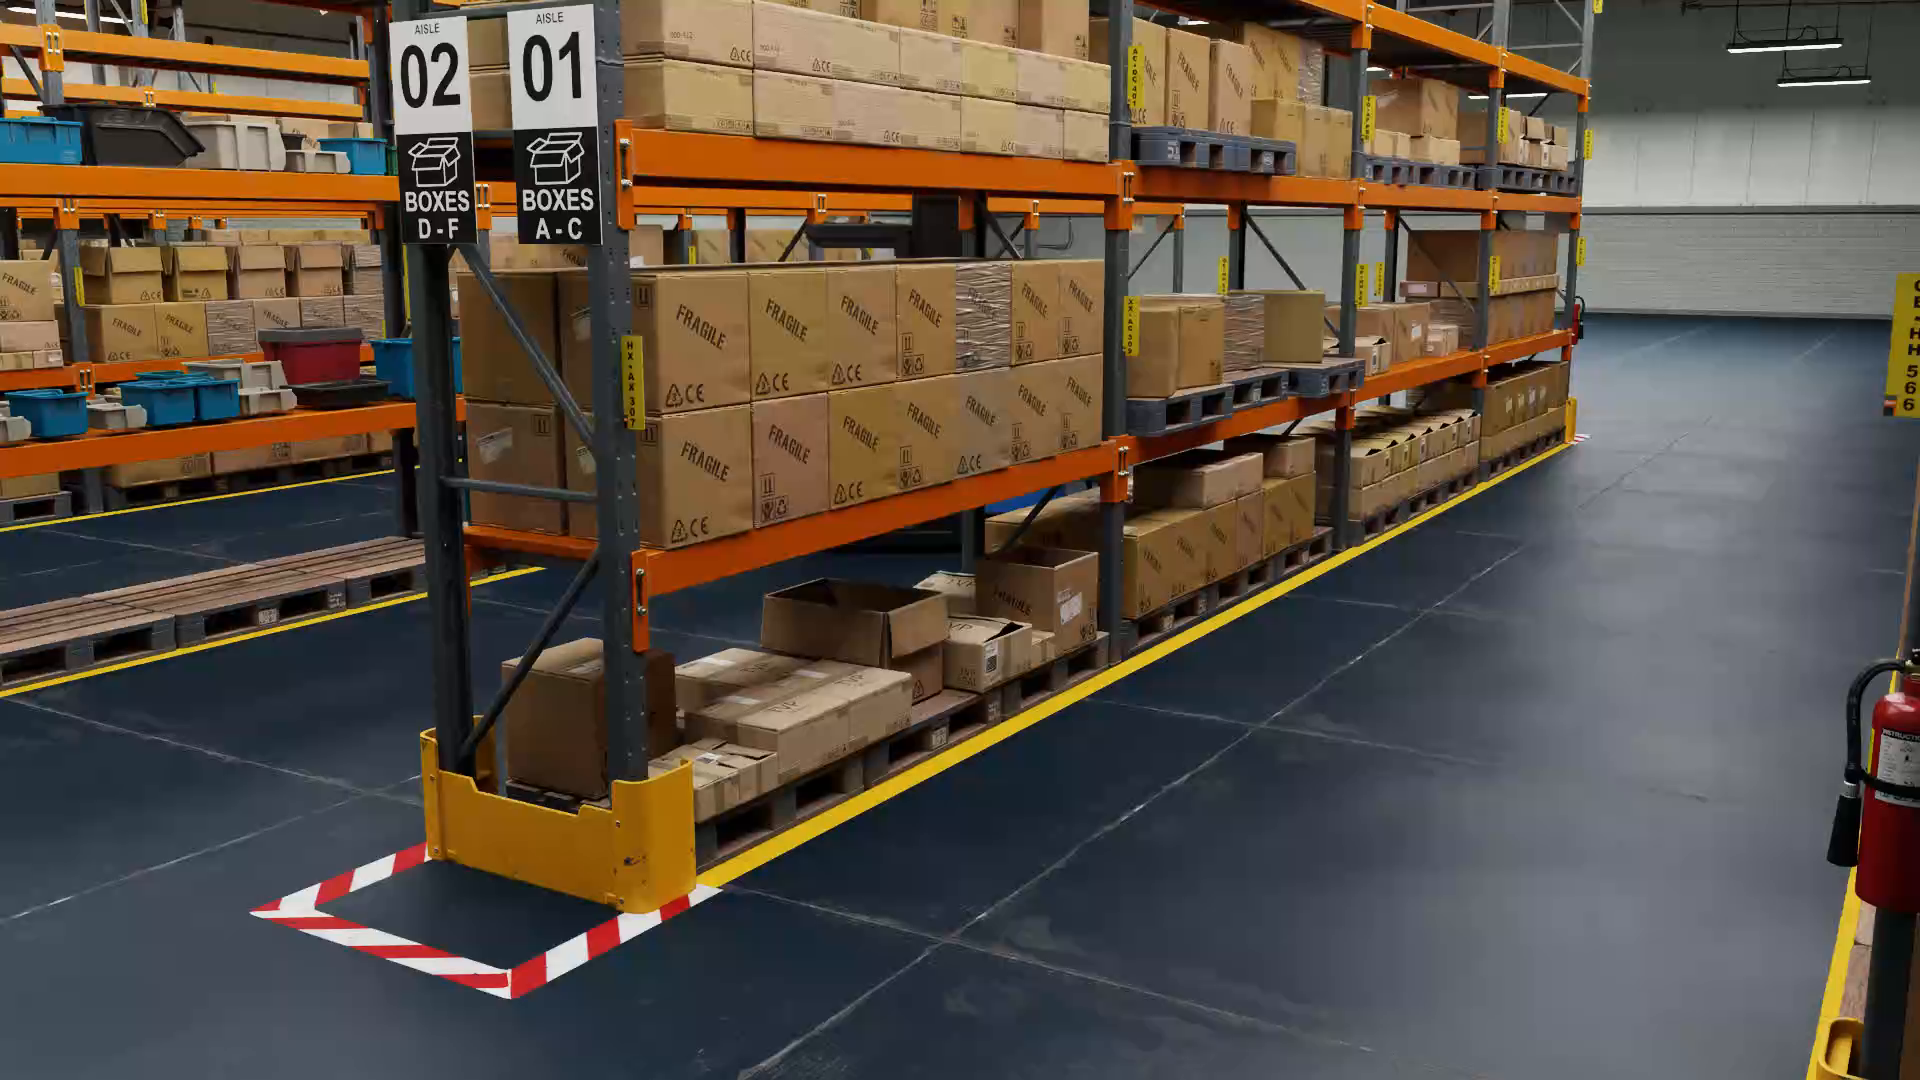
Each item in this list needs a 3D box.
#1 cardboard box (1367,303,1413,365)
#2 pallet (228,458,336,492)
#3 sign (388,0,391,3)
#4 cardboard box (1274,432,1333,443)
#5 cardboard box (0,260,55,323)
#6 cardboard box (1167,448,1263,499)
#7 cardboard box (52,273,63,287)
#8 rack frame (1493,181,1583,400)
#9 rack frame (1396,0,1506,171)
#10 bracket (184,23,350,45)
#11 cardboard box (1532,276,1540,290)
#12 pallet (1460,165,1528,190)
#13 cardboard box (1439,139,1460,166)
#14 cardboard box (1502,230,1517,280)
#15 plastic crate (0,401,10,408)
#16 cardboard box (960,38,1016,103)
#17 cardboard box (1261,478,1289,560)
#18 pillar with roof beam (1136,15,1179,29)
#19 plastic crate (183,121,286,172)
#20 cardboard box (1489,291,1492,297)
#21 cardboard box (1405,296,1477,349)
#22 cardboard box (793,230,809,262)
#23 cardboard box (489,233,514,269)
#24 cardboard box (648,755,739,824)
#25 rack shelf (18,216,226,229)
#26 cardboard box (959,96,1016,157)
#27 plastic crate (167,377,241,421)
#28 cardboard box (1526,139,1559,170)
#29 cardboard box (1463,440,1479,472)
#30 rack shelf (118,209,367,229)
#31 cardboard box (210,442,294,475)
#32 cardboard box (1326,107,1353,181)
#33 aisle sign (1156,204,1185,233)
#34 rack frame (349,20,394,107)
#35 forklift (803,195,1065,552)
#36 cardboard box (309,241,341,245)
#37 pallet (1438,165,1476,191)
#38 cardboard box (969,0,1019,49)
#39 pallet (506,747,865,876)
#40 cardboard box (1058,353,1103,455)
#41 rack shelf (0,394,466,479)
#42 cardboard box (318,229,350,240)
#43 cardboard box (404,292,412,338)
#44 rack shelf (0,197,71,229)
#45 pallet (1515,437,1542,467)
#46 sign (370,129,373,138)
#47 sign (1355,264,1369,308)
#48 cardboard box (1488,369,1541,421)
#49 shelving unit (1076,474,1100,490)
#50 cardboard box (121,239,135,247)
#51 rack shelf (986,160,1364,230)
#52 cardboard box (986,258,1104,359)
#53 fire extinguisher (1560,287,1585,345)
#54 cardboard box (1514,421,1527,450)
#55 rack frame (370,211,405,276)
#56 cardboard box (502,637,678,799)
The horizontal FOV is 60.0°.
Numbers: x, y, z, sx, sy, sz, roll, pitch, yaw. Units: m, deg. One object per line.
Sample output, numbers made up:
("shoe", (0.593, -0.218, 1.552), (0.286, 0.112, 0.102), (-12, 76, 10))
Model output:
("cardboard box", (3.679, -1.830, 14.720), (0.500, 0.500, 0.500), (6, 12, 31))
("pallet", (-7.025, -0.701, 16.539), (1.003, 0.211, 1.213), (6, 12, 31))
("sign", (-2.069, -2.140, 6.091), (0.100, 0.325, 0.005), (6, 12, 31))
("cardboard box", (2.874, -0.751, 14.037), (0.500, 0.311, 0.500), (6, 12, 30))
("cardboard box", (-8.003, -2.094, 13.962), (0.500, 0.500, 0.500), (7, 13, 32))
("cardboard box", (1.710, -0.449, 11.173), (0.500, 0.250, 0.500), (6, 12, 30))
("cardboard box", (-10.370, -3.001, 19.171), (0.380, 0.149, 0.250), (7, 13, 32))
("rack frame", (6.701, -2.691, 19.589), (1.000, 3.000, 0.127), (6, 12, 31))
("rack frame", (4.625, -5.010, 15.677), (1.000, 3.000, 0.127), (6, 12, 31))
("bracket", (-13.744, -10.192, 33.573), (0.076, 0.066, 4.783), (6, 12, 31))
("cardboard box", (6.130, -2.818, 18.236), (0.380, 0.149, 0.250), (7, 13, 32))
("pallet", (5.045, -3.629, 16.691), (1.003, 0.211, 1.213), (6, 12, 31))
("cardboard box", (4.297, -3.573, 15.415), (0.500, 0.250, 0.500), (8, 13, 37))
("cardboard box", (5.372, -2.977, 17.322), (0.700, 0.500, 0.500), (6, 12, 31))
("plastic crate", (-5.405, -0.738, 9.711), (0.396, 0.136, 0.243), (6, 12, 31))
("cardboard box", (-0.073, -2.191, 7.816), (0.500, 0.250, 0.500), (6, 12, 31))
("cardboard box", (1.994, -0.169, 11.718), (0.500, 0.500, 0.500), (6, 12, 29))
("pillar with roof beam", (3.646, -12.290, 54.563), (9.100, 9.000, 0.548), (6, 12, 31))
("plastic crate", (-4.422, -2.383, 10.118), (0.437, 0.282, 0.530), (6, 12, 31))
("cardboard box", (5.060, -2.493, 16.498), (0.380, 0.149, 0.250), (7, 12, 32))
("cardboard box", (4.850, -2.181, 16.596), (0.700, 0.500, 0.500), (6, 12, 29))
("cardboard box", (-2.354, -4.057, 23.089), (0.500, 0.500, 0.500), (6, 12, 31))
("cardboard box", (-7.222, -4.327, 24.988), (0.875, 0.550, 0.550), (6, 12, 31))
("cardboard box", (-1.094, 0.978, 6.546), (0.380, 0.149, 0.250), (6, 12, 31))
("rack shelf", (-15.516, -5.864, 30.345), (1.077, 0.370, 4.000), (6, 12, 31))
("cardboard box", (-0.075, -1.945, 7.863), (0.500, 0.250, 0.500), (6, 12, 31))
("plastic crate", (-4.588, -0.857, 10.087), (0.416, 0.233, 0.300), (6, 12, 31))
("cardboard box", (6.040, -4.103, 17.701), (0.500, 0.311, 0.500), (8, 13, 37))
("cardboard box", (4.657, -0.824, 15.947), (0.500, 0.250, 0.500), (6, 12, 30))
("rack shelf", (-9.065, -4.305, 22.014), (1.077, 0.370, 4.000), (6, 12, 31))
("cardboard box", (-7.215, -1.156, 16.023), (1.225, 0.875, 0.875), (6, 12, 29))
("cardboard box", (2.350, -2.884, 12.200), (0.910, 0.500, 0.500), (6, 12, 31))
("aisle sign", (2.761, -4.425, 21.790), (0.394, 0.787, 0.004), (6, 12, 31))
("rack frame", (-10.233, -7.533, 29.153), (1.000, 3.000, 0.127), (6, 12, 31))
("forklift", (-0.689, -1.442, 13.105), (3.031, 2.935, 1.130), (0, 11, 0))
("cardboard box", (-8.807, -3.800, 22.525), (0.700, 0.500, 0.500), (6, 12, 31))
("pallet", (4.178, -3.302, 15.223), (0.805, 0.209, 1.217), (6, 12, 28))
("cardboard box", (-0.129, -2.673, 8.356), (0.700, 0.500, 0.500), (6, 12, 31))
("pallet", (-1.153, 1.059, 7.139), (1.003, 0.211, 1.213), (6, 12, 31))
("cardboard box", (0.431, -0.749, 8.948), (0.500, 0.500, 0.500), (7, 12, 32))
("rack shelf", (-4.799, -0.609, 10.426), (1.077, 0.370, 4.000), (6, 12, 31))
("cardboard box", (-10.758, -5.001, 28.134), (0.700, 0.500, 0.500), (6, 12, 30))
("cardboard box", (-5.961, -2.327, 17.377), (0.500, 0.500, 0.500), (7, 13, 32))
("rack shelf", (-9.032, -2.557, 12.677), (1.077, 0.370, 4.000), (6, 12, 31))
("pallet", (5.706, -1.005, 18.161), (1.003, 0.211, 1.213), (6, 12, 31))
("sign", (-4.229, -2.809, 12.045), (0.100, 0.325, 0.005), (6, 12, 31))
("sign", (3.017, -1.912, 12.501), (0.100, 0.325, 0.005), (6, 12, 31))
("cardboard box", (5.910, -1.564, 17.865), (0.500, 0.500, 0.500), (6, 12, 31))
("shelving unit", (0.980, -1.184, 13.987), (0.431, 2.100, 0.503), (-2, 11, -11))
("cardboard box", (-12.703, -4.472, 25.121), (0.380, 0.149, 0.250), (6, 12, 29))
("rack shelf", (1.510, -2.239, 10.979), (1.077, 0.370, 4.000), (6, 12, 31))
("cardboard box", (0.430, -1.240, 8.850), (0.500, 0.500, 0.500), (6, 12, 31))
("fire extinguisher", (7.160, -2.627, 19.459), (0.296, 0.674, 0.183), (6, 12, 31))
("cardboard box", (5.653, -1.117, 17.513), (0.500, 0.250, 0.500), (6, 12, 31))
("rack frame", (-5.917, -2.379, 17.927), (1.000, 3.000, 0.127), (6, 12, 31))
("cardboard box", (-1.534, 0.729, 6.920), (0.500, 0.500, 0.500), (6, 12, 31))
